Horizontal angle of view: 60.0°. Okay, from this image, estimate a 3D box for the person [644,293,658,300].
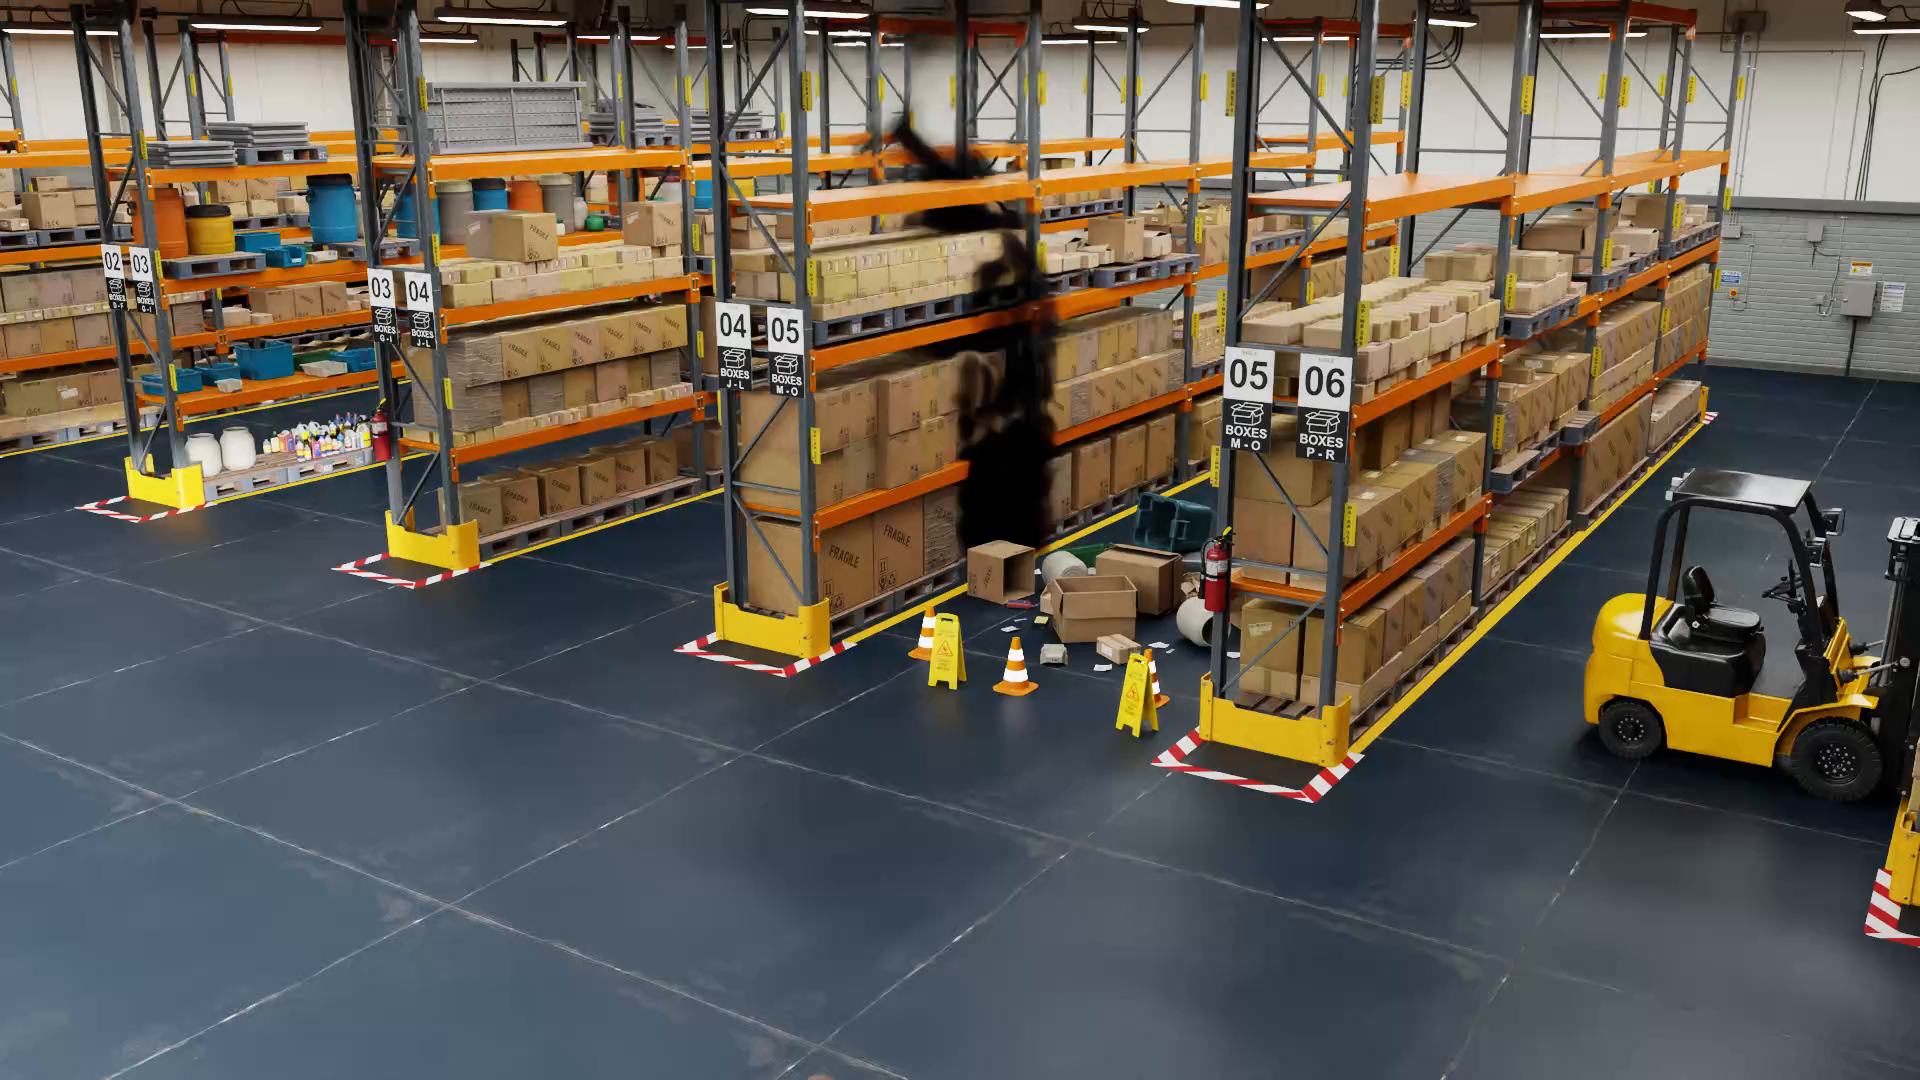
[{"bbox_3d":[-6.023,-4.343,31.712,0.555,1.727,0.660,7,17,23],"label":"person"}]

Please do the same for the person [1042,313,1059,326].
[{"bbox_3d":[1.419,-2.718,25.825,0.641,1.728,0.658,9,18,28],"label":"person"}]

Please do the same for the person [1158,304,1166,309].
[{"bbox_3d":[3.276,-2.841,26.164,0.659,1.786,1.103,8,18,28],"label":"person"}]
